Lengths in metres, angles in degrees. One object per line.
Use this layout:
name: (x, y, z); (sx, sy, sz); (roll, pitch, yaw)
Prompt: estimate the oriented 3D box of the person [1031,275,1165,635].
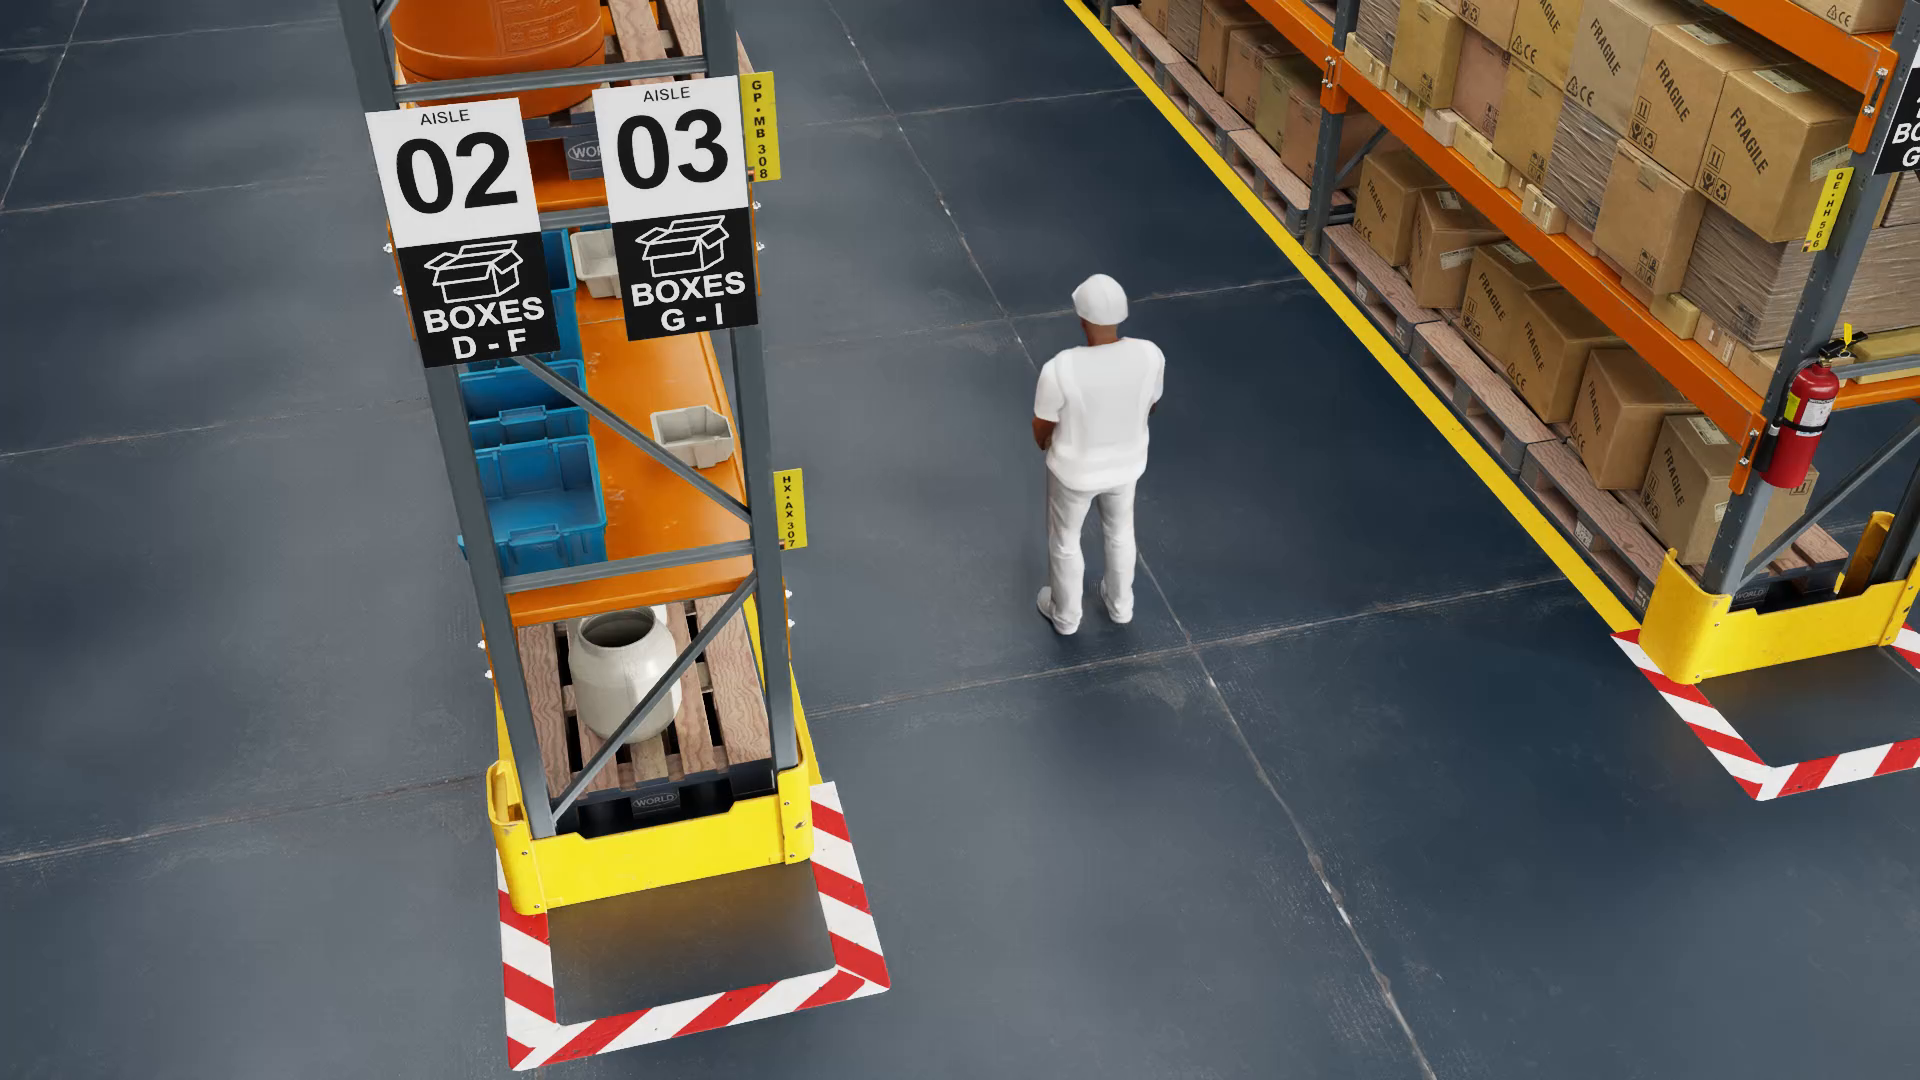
person: (0.559, -0.372, 7.171); (0.562, 1.768, 0.509); (-10, 39, -12)
